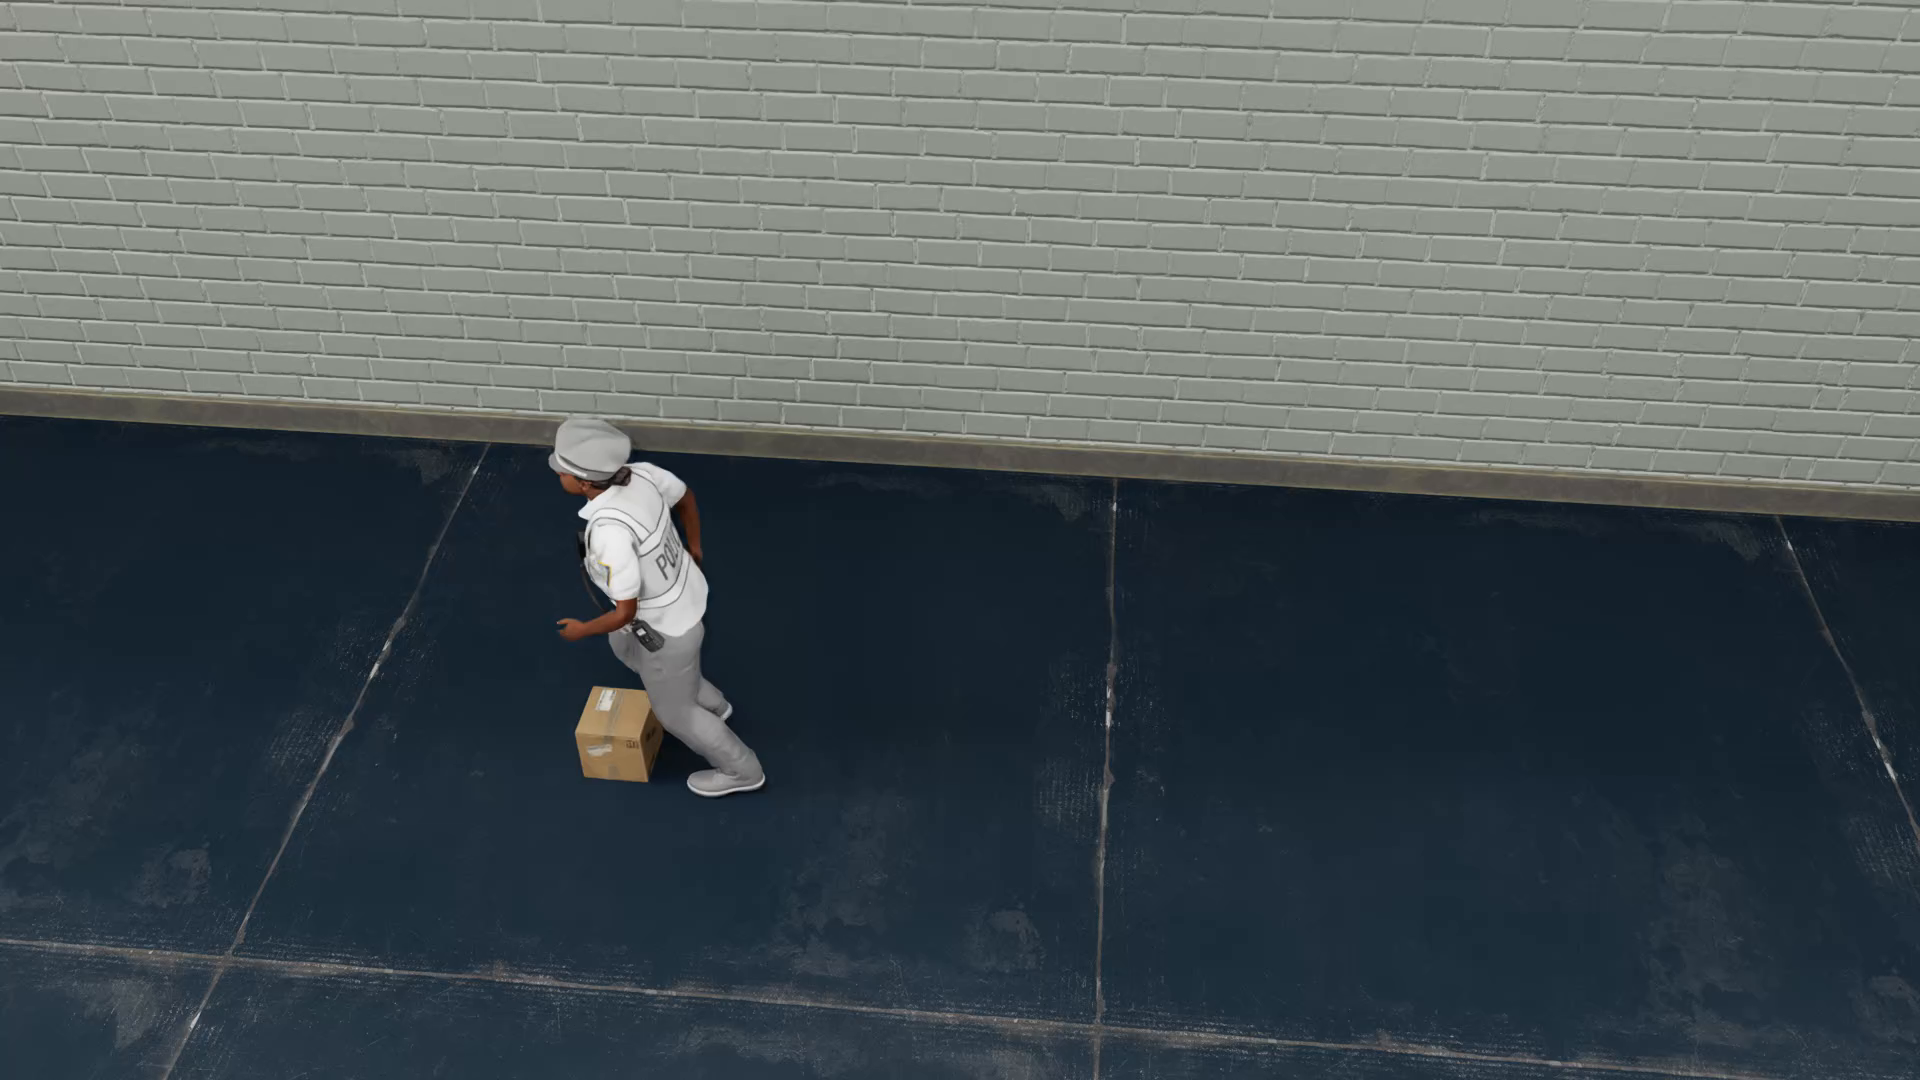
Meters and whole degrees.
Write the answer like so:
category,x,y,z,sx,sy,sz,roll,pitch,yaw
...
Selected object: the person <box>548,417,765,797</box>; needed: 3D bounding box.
category,x,y,z,sx,sy,sz,roll,pitch,yaw
person,-1.075,0.246,5.905,0.669,1.605,0.601,0,40,0
